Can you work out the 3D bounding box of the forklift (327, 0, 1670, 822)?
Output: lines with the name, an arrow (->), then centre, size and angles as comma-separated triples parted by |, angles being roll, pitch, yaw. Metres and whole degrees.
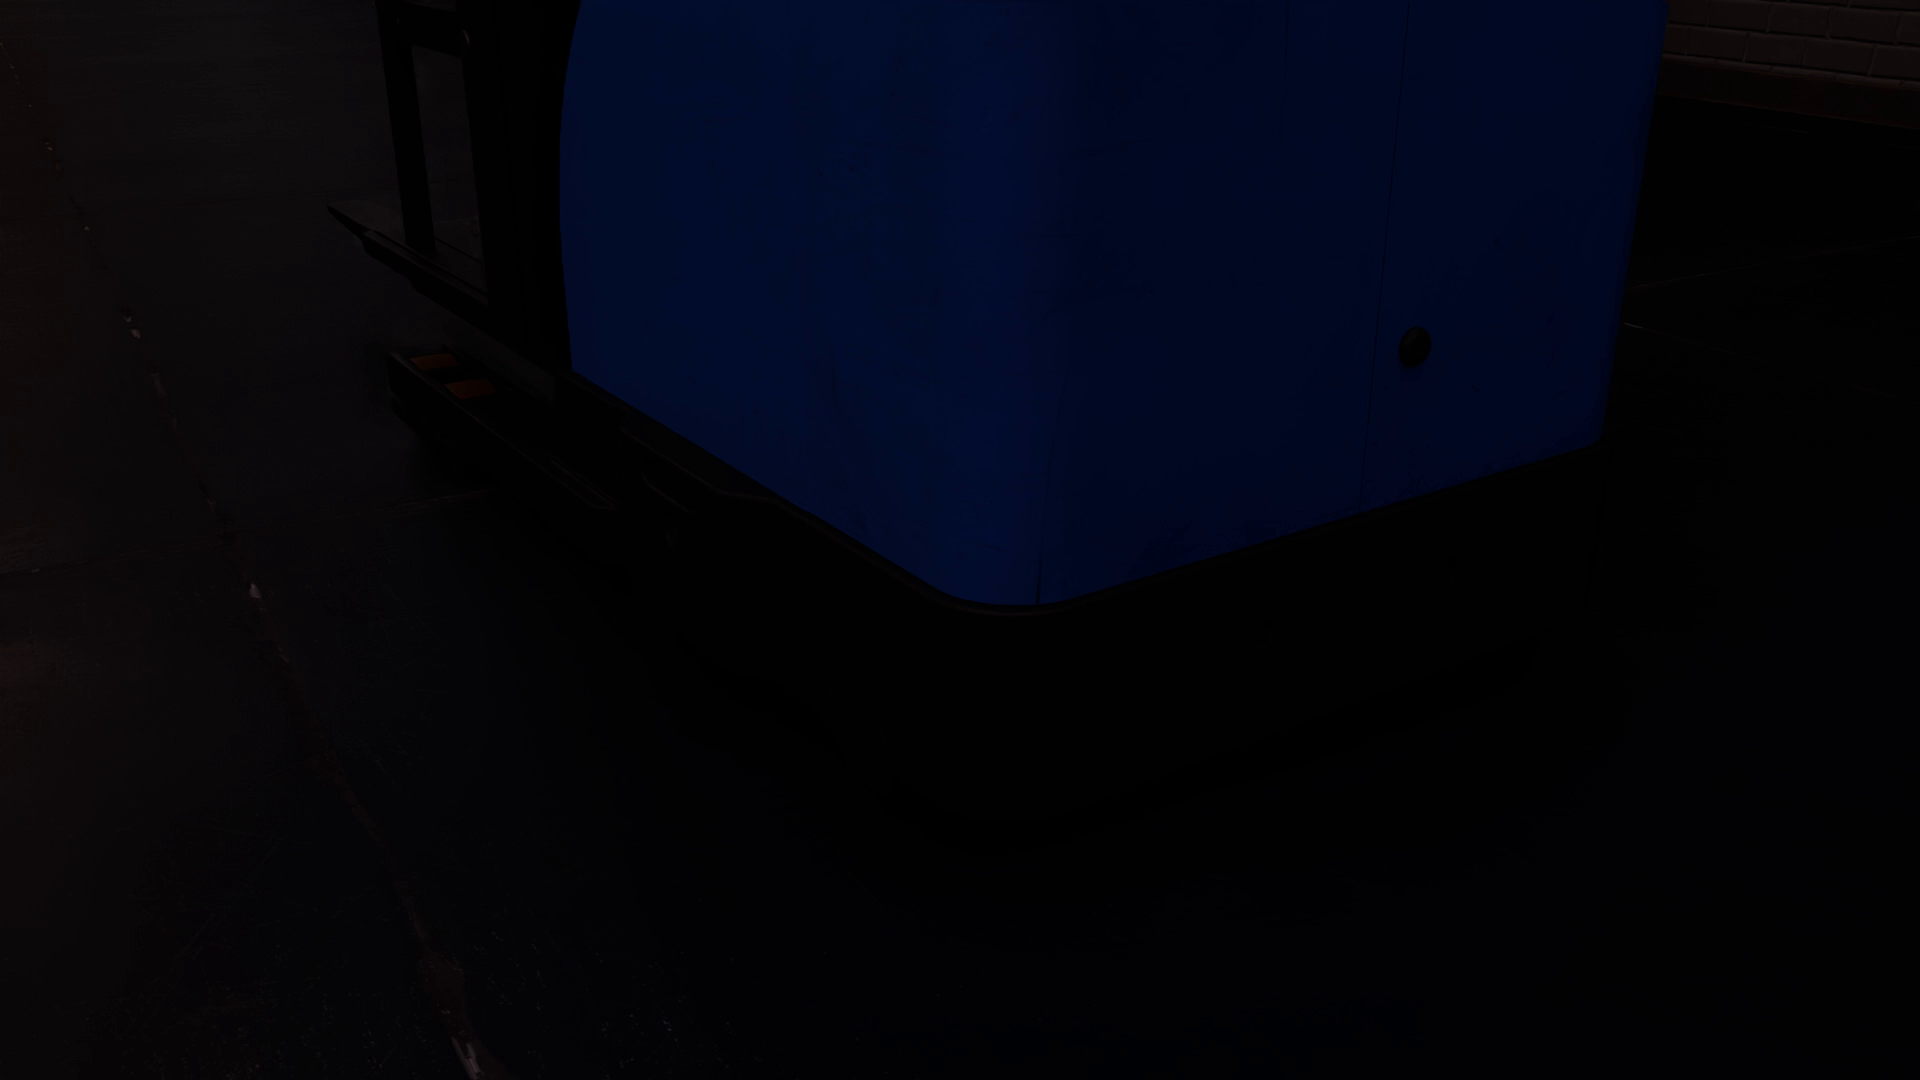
forklift -> -0.399, -1.566, 2.589 | 1.130, 2.935, 3.031 | -15, 26, -32
